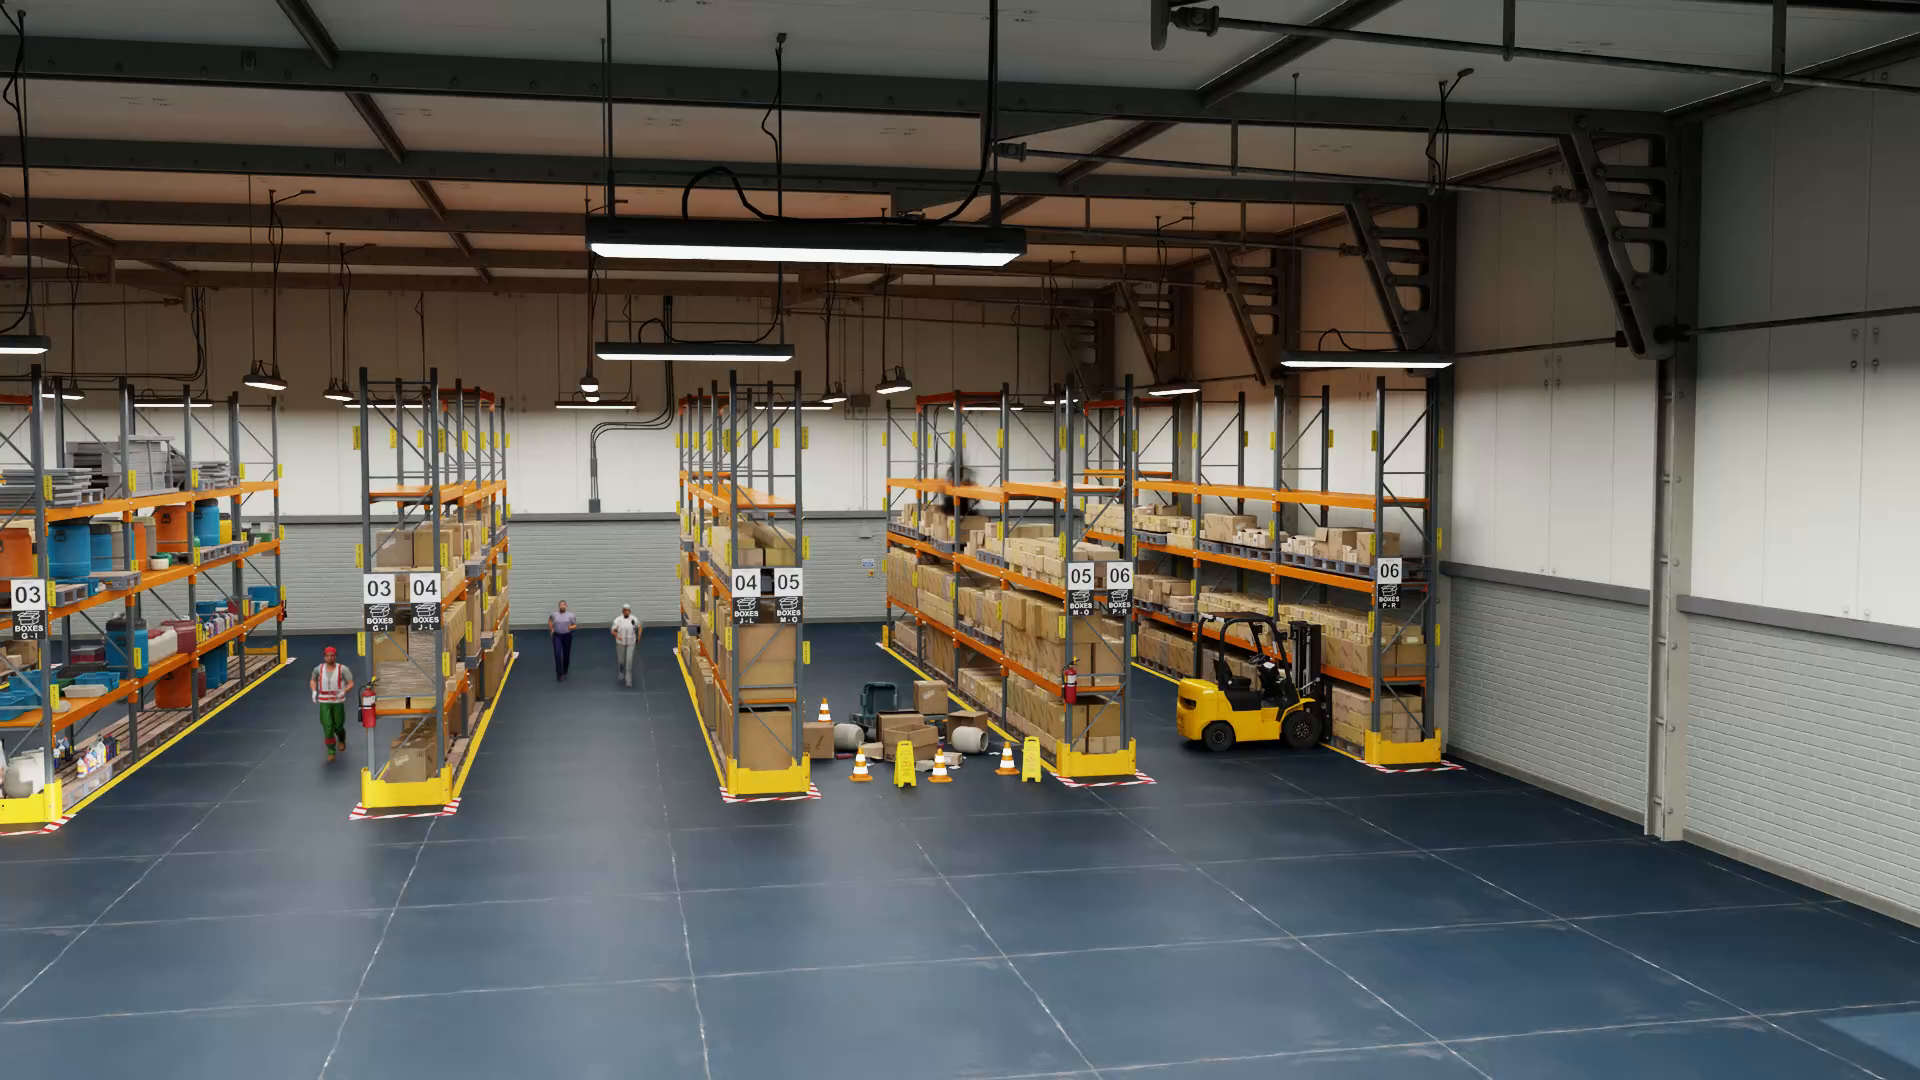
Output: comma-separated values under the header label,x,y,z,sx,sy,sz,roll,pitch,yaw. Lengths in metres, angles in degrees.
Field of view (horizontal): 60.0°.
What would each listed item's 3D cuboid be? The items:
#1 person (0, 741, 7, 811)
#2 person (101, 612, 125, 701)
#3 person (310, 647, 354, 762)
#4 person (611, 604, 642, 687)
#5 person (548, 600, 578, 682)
label,x,y,z,sx,sy,sz,roll,pitch,yaw
person,-11.996,2.945,20.286,0.686,1.743,0.757,1,4,22
person,-16.303,2.224,32.223,0.581,1.676,0.929,-1,4,-15
person,-9.876,2.555,26.143,0.666,1.770,0.827,-1,3,-12
person,-6.869,2.155,34.235,0.607,1.663,0.764,-1,3,-12
person,-8.346,2.095,34.955,0.604,1.672,0.891,-1,4,-15
